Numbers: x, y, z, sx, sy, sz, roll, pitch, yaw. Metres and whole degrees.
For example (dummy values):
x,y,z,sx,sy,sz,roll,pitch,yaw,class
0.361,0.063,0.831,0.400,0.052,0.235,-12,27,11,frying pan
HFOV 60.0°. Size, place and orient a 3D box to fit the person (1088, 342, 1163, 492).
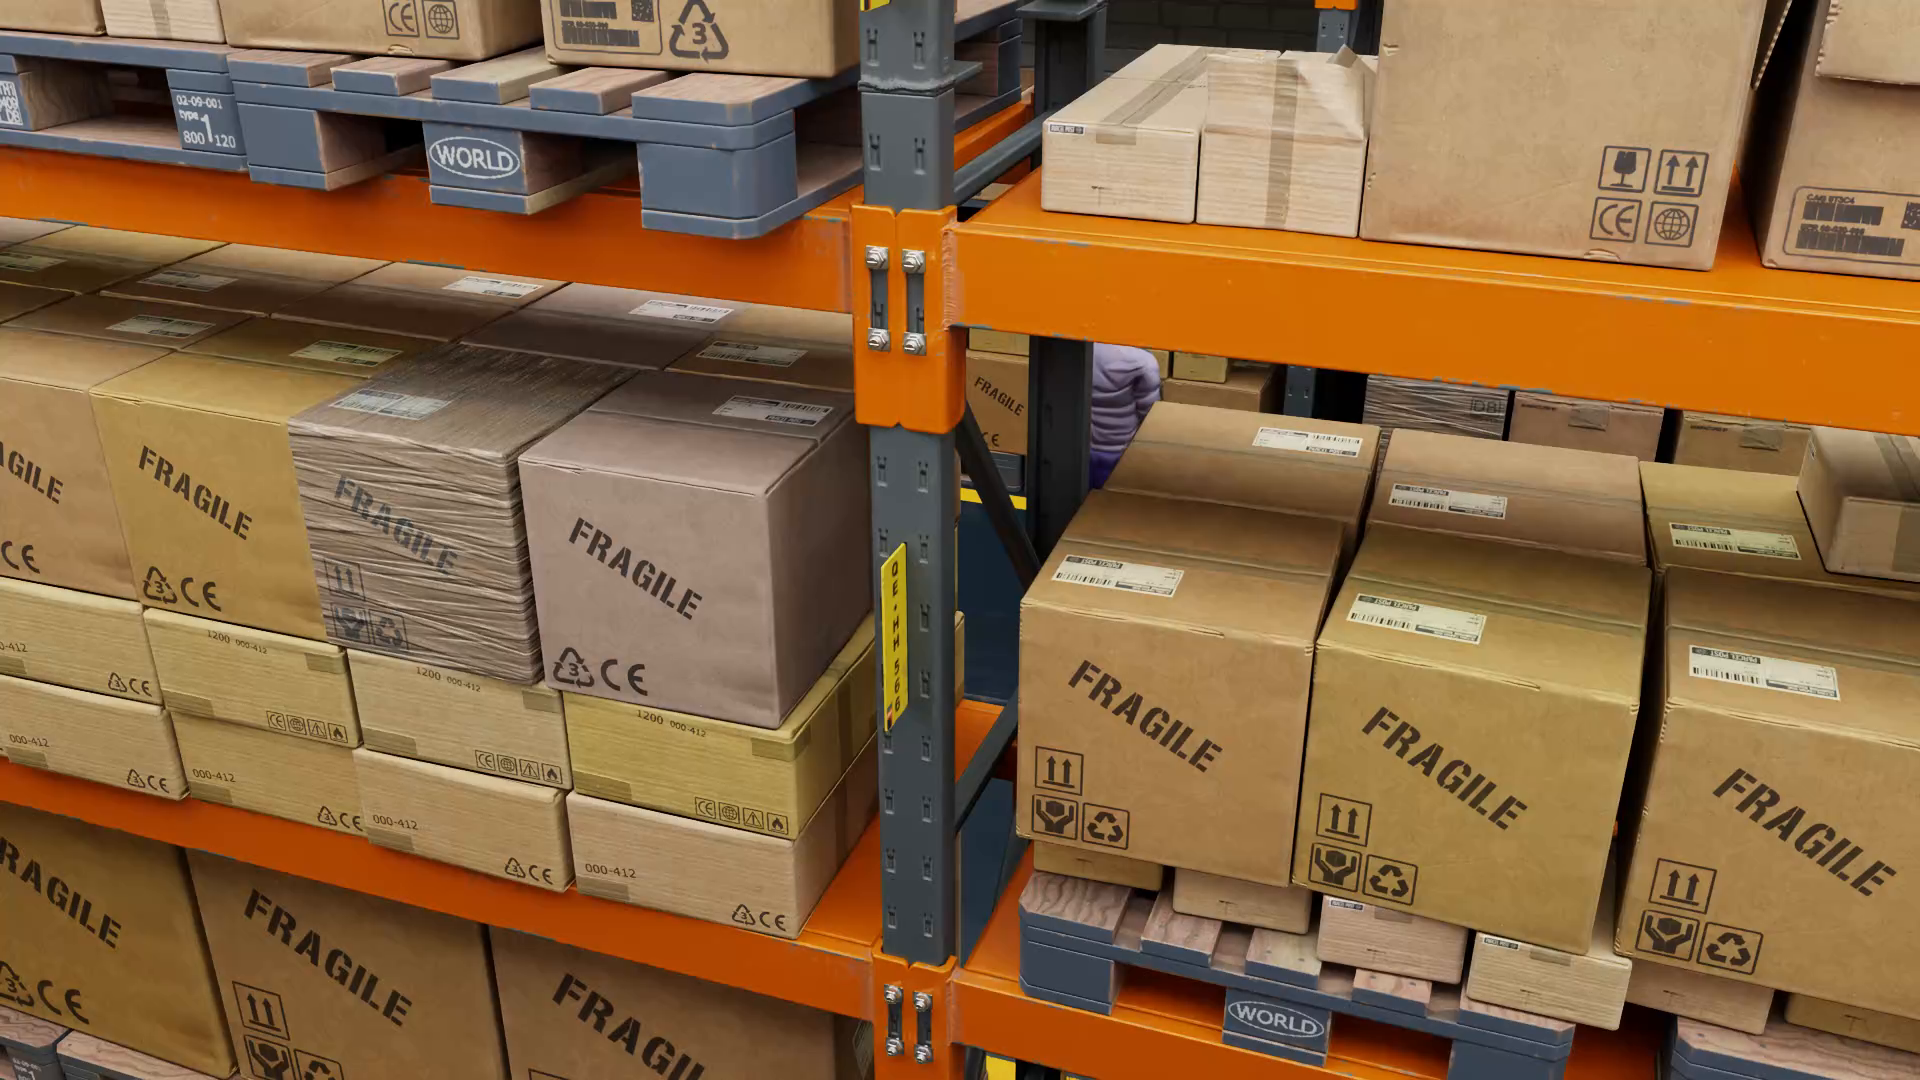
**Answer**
x,y,z,sx,sy,sz,roll,pitch,yaw,class
0.557,-0.232,6.668,0.496,1.607,0.397,9,27,19,person
